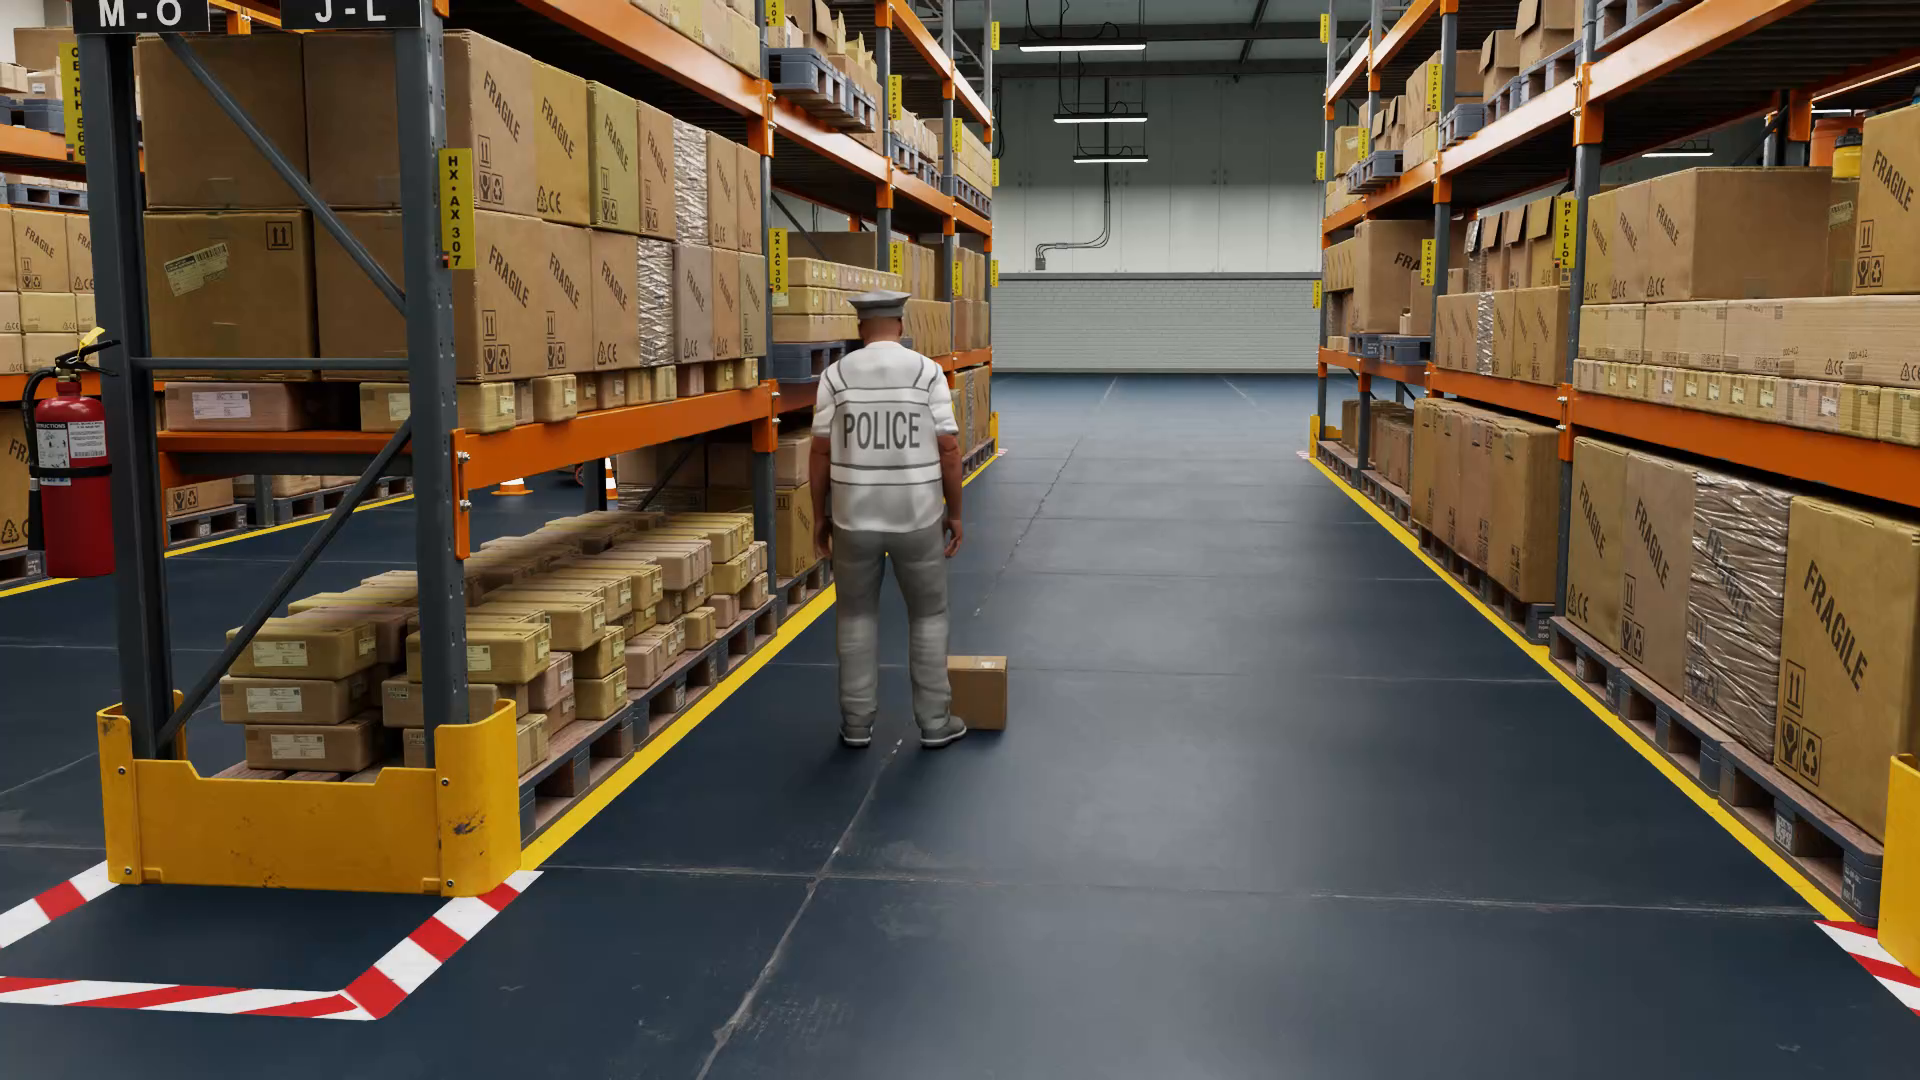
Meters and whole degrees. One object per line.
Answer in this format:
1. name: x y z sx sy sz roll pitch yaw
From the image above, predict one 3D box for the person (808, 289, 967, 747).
1. person: -0.277 -0.079 6.361 0.596 1.746 0.440 0 8 2
